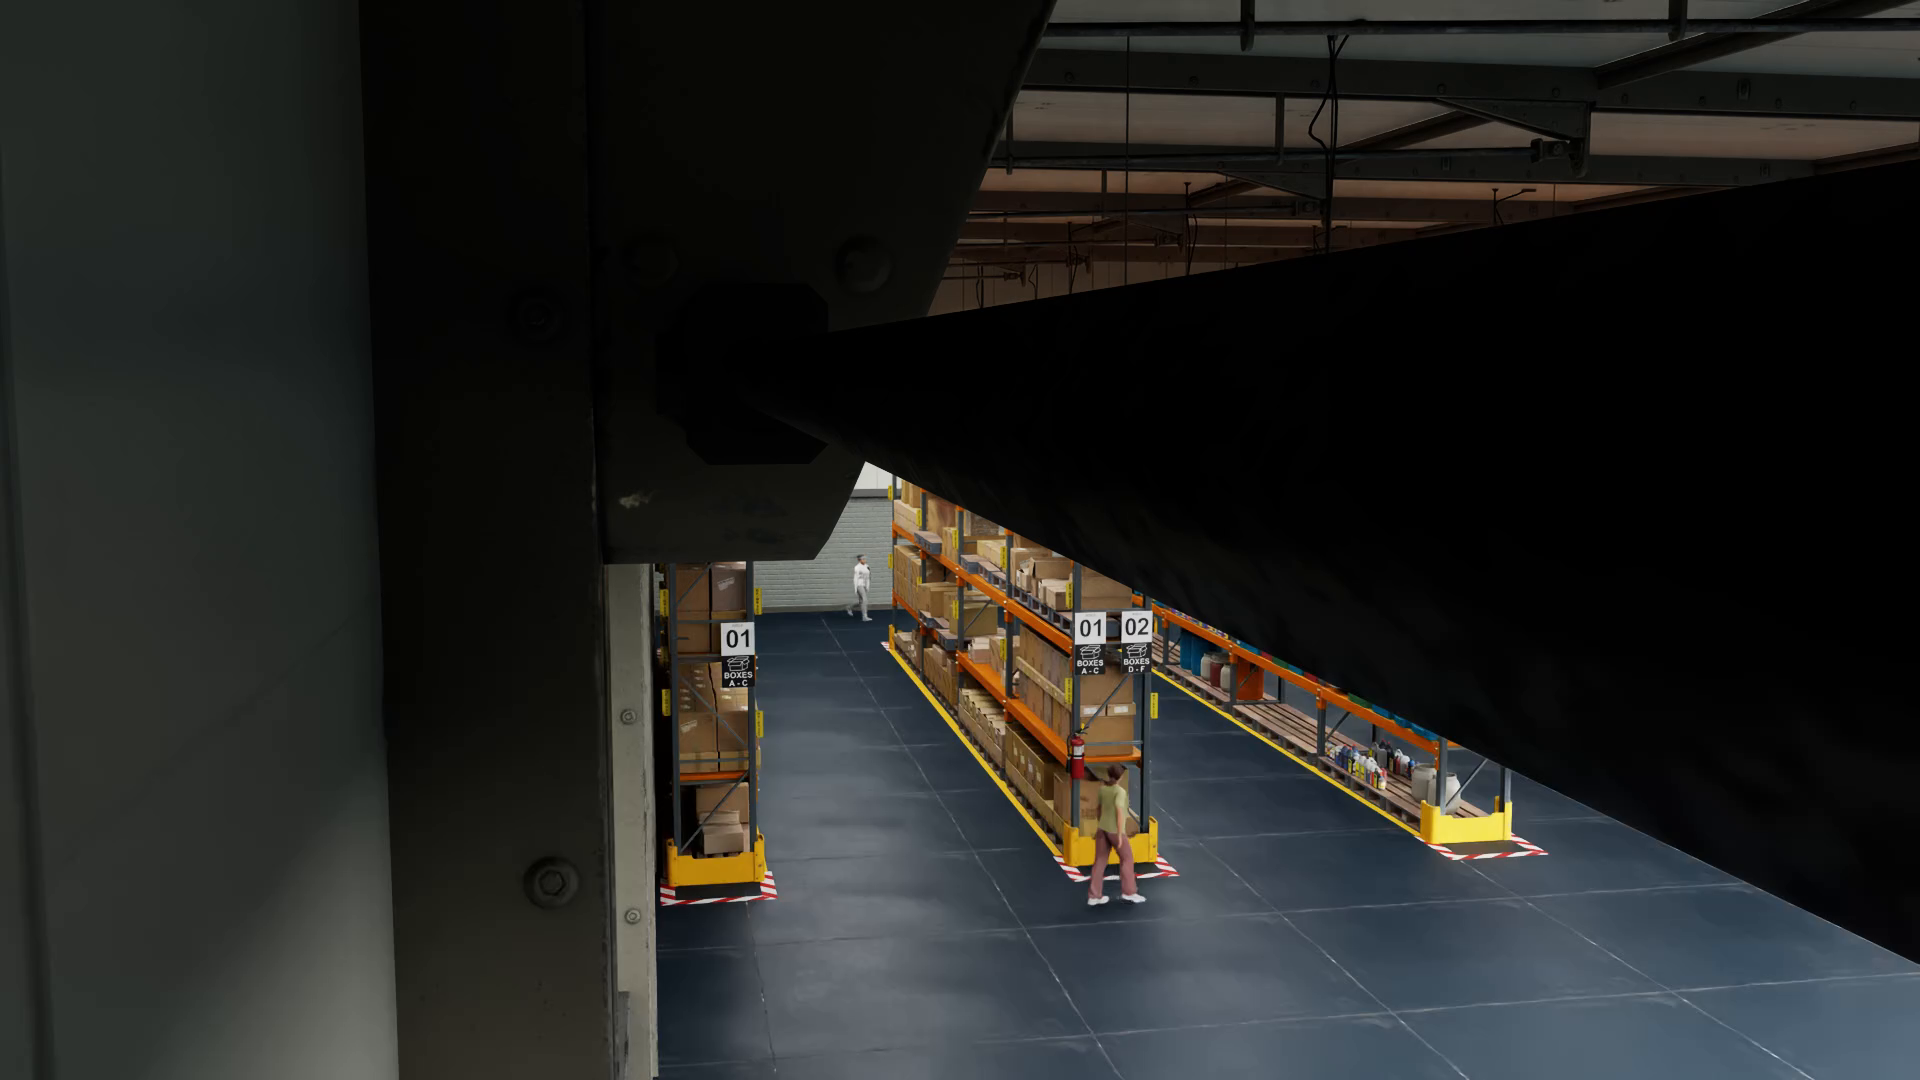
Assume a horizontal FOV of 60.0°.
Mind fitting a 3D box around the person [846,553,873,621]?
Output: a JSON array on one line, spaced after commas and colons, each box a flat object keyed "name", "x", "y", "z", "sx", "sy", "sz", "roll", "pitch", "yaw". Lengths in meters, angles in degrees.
[{"name": "person", "x": -2.449, "y": 1.124, "z": 40.495, "sx": 0.821, "sy": 1.645, "sz": 0.475, "roll": 3, "pitch": 7, "yaw": 26}]

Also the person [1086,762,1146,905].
[{"name": "person", "x": 1.791, "y": 3.427, "z": 19.382, "sx": 0.752, "sy": 1.676, "sz": 0.501, "roll": -5, "pitch": 8, "yaw": -36}]
